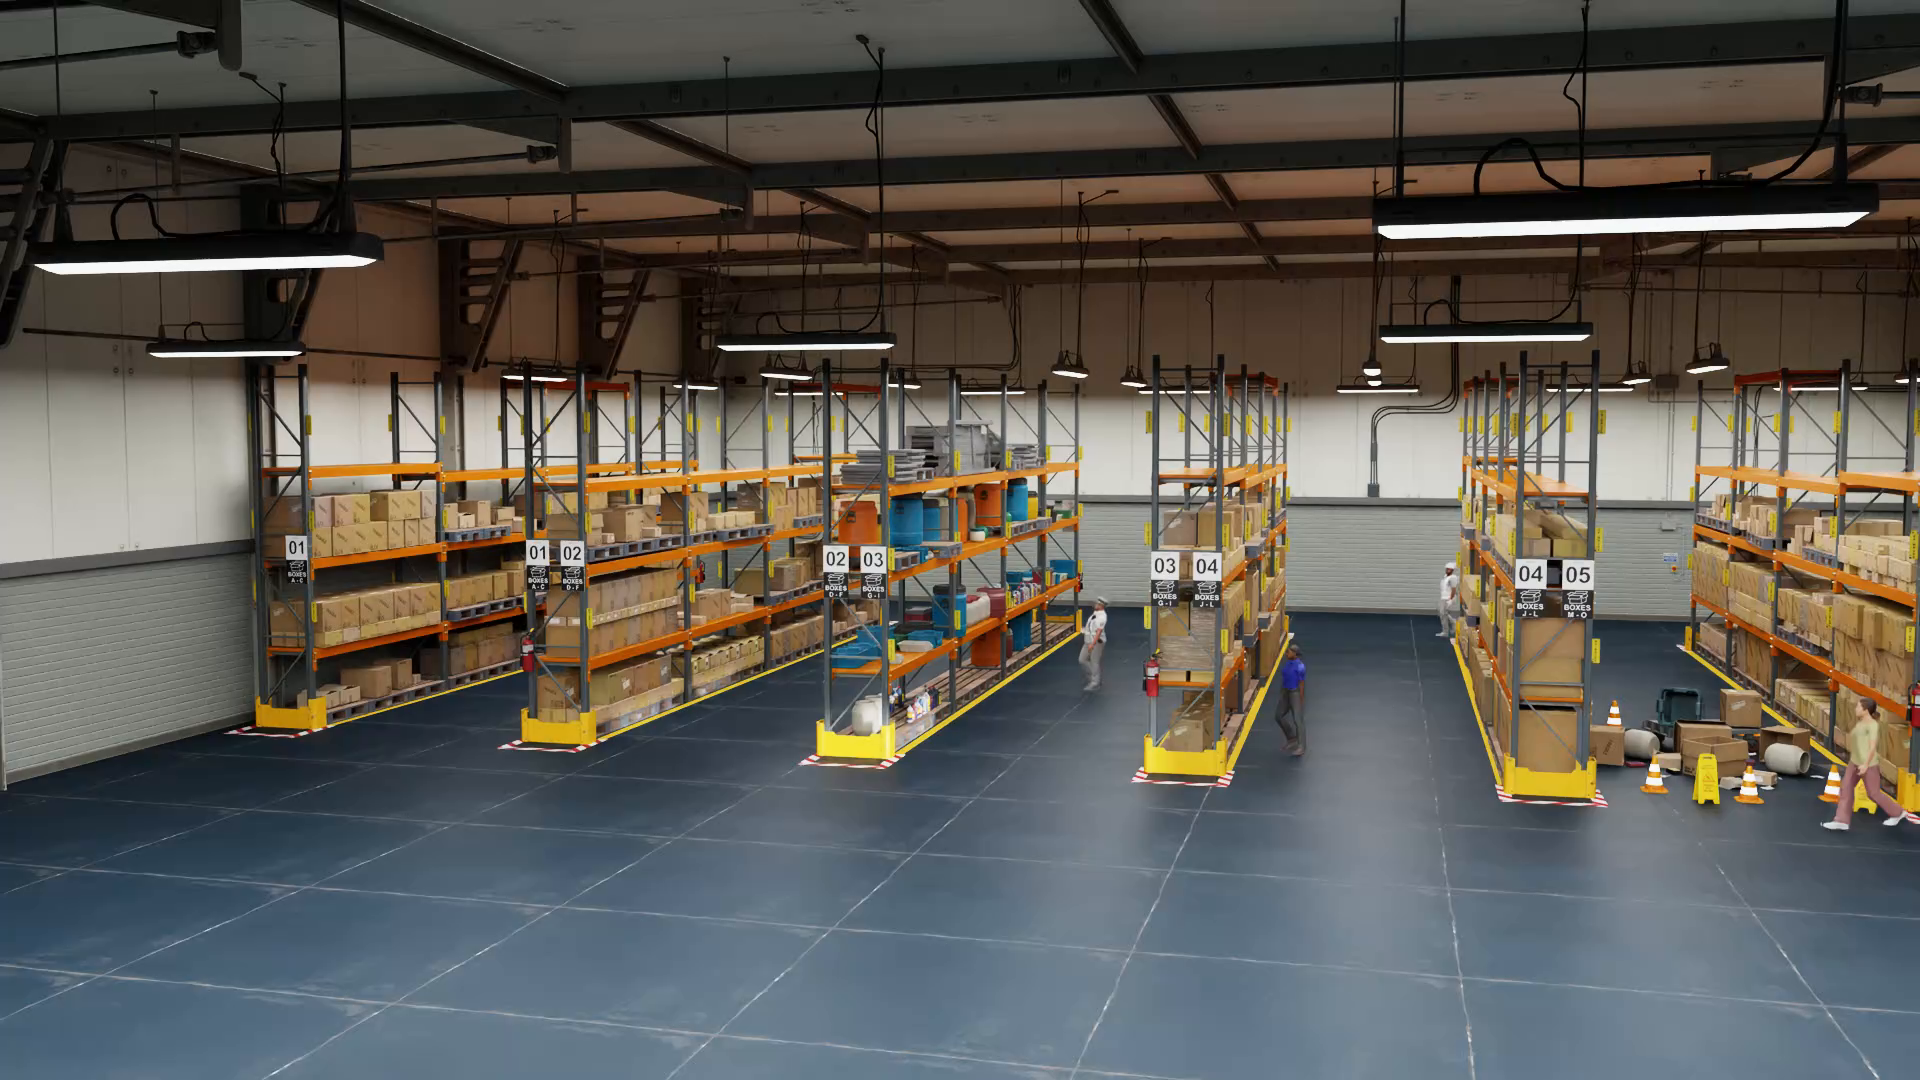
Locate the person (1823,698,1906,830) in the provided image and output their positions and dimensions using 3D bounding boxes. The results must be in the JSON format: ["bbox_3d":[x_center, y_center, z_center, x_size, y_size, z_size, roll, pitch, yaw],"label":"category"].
[{"bbox_3d":[11.175,2.764,20.479,0.953,1.644,0.420,-1,4,-8],"label":"person"}]

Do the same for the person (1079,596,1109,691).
[{"bbox_3d":[2.524,1.942,31.199,0.519,1.799,0.566,-2,4,-24],"label":"person"}]

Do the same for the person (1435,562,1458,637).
[{"bbox_3d":[11.534,1.409,39.232,0.576,1.766,0.609,1,4,8],"label":"person"}]

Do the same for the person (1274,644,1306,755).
[{"bbox_3d":[5.089,2.416,25.376,0.396,1.676,0.564,-2,4,-27],"label":"person"}]
